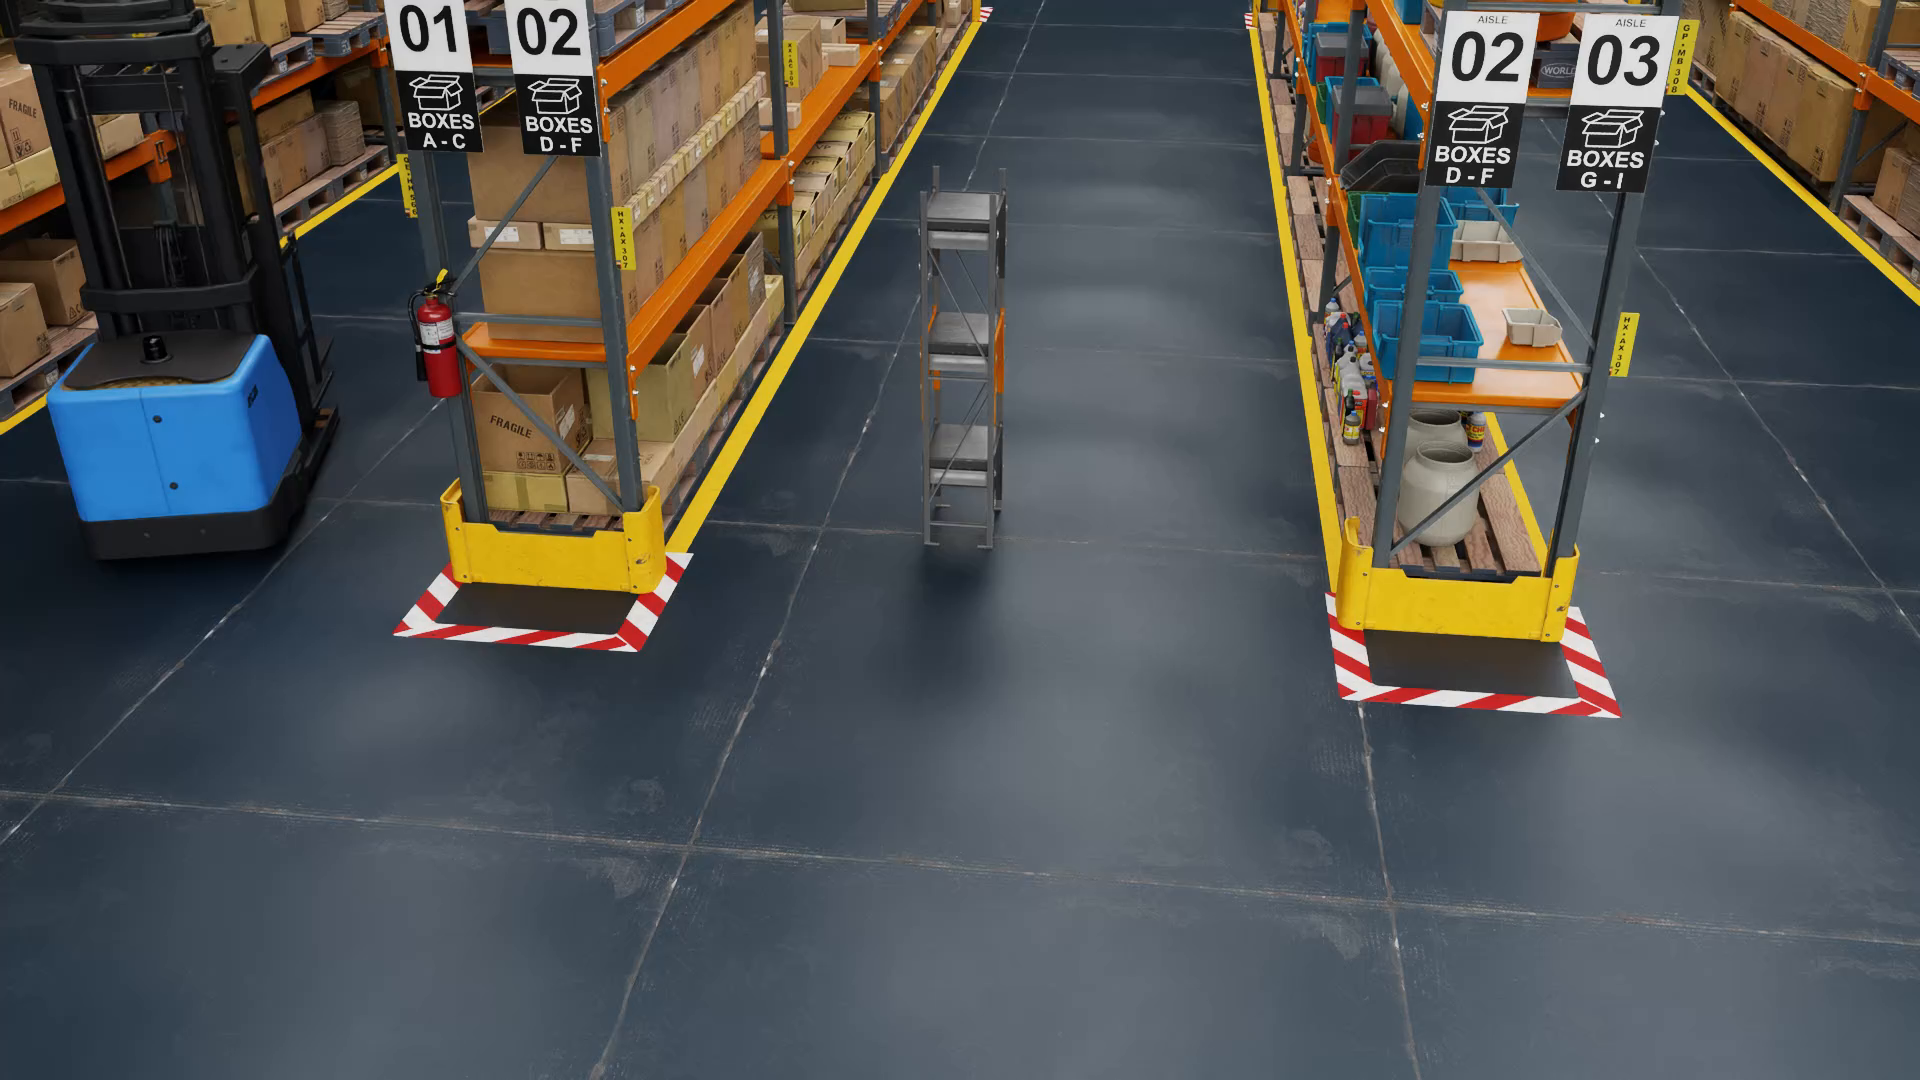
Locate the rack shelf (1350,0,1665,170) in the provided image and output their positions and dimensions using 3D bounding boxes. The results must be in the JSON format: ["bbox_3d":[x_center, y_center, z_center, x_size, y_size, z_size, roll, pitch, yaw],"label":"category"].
[{"bbox_3d":[2.906,-2.802,9.384,1.077,0.370,4.000,3,28,6],"label":"rack shelf"}]

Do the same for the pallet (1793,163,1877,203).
[{"bbox_3d":[8.728,-3.474,15.975,1.003,0.211,1.213,3,28,6],"label":"pallet"}]

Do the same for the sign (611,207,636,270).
[{"bbox_3d":[-1.705,-1.527,8.426,0.100,0.325,0.005,3,28,6],"label":"sign"}]

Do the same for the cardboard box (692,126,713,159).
[{"bbox_3d":[-1.772,-2.495,10.430,0.380,0.149,0.250,4,29,8],"label":"cardboard box"}]

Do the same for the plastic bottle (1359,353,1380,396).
[{"bbox_3d":[2.715,-1.092,11.023,0.152,0.276,0.135,3,28,6],"label":"plastic bottle"}]

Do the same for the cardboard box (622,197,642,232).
[{"bbox_3d":[-1.963,-1.772,9.088,0.380,0.149,0.250,3,28,5],"label":"cardboard box"}]

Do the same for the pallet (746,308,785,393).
[{"bbox_3d":[-1.904,-1.430,12.181,1.003,0.211,1.213,3,28,6],"label":"pallet"}]

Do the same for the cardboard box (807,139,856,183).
[{"bbox_3d":[-1.216,-3.390,14.745,0.500,0.311,0.500,3,28,6],"label":"cardboard box"}]

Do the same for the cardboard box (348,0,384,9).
[{"bbox_3d":[-5.878,-5.596,16.534,0.500,0.500,0.500,4,29,8],"label":"cardboard box"}]

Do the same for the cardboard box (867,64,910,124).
[{"bbox_3d":[-0.810,-4.685,17.456,0.500,0.500,0.500,3,28,6],"label":"cardboard box"}]

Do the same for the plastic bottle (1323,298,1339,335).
[{"bbox_3d":[2.677,-1.607,11.984,0.097,0.271,0.097,0,28,0],"label":"plastic bottle"}]

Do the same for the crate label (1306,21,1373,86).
[{"bbox_3d":[3.251,-4.186,14.320,0.502,0.435,0.616,3,28,6],"label":"crate label"}]

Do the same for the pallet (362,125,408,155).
[{"bbox_3d":[-6.020,-4.337,17.578,1.003,0.211,1.213,3,28,6],"label":"pallet"}]

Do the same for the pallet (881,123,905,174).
[{"bbox_3d":[-1.146,-4.033,17.014,1.003,0.211,1.213,3,28,6],"label":"pallet"}]

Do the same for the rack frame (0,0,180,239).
[{"bbox_3d":[-6.682,-3.315,12.741,1.000,3.000,0.127,3,28,6],"label":"rack frame"}]

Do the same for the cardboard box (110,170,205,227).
[{"bbox_3d":[-6.608,-2.756,13.874,0.700,0.500,0.500,4,29,8],"label":"cardboard box"}]

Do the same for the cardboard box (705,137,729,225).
[{"bbox_3d":[-1.936,-2.379,10.898,0.700,0.500,0.500,4,29,7],"label":"cardboard box"}]

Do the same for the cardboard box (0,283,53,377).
[{"bbox_3d":[-6.788,-1.457,11.463,0.700,0.500,0.500,2,28,3],"label":"cardboard box"}]

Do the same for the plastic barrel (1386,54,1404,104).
[{"bbox_3d":[3.576,-3.582,13.093,0.433,0.535,0.433,0,28,0],"label":"plastic barrel"}]

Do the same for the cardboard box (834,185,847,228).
[{"bbox_3d":[-1.281,-2.903,14.432,0.500,0.250,0.500,4,29,7],"label":"cardboard box"}]

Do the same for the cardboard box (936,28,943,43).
[{"bbox_3d":[-0.422,-6.334,20.868,0.380,0.166,0.250,3,28,6],"label":"cardboard box"}]

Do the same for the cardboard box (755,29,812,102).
[{"bbox_3d":[-1.529,-3.917,13.753,0.500,0.500,0.500,3,28,6],"label":"cardboard box"}]

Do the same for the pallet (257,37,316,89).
[{"bbox_3d":[-6.393,-4.179,14.547,1.003,0.211,1.213,3,28,6],"label":"pallet"}]

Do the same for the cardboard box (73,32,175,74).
[{"bbox_3d":[-6.585,-3.790,13.054,0.700,0.500,0.500,3,29,6],"label":"cardboard box"}]

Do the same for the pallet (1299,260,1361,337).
[{"bbox_3d":[3.209,-1.884,13.024,1.003,0.211,1.213,3,28,6],"label":"pallet"}]

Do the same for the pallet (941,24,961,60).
[{"bbox_3d":[-0.552,-6.466,21.530,1.003,0.211,1.213,3,28,6],"label":"pallet"}]

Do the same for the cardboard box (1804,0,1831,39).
[{"bbox_3d":[8.498,-5.104,15.956,0.500,0.500,0.500,2,28,5],"label":"cardboard box"}]

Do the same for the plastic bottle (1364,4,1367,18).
[{"bbox_3d":[4.041,-5.459,16.772,0.144,0.351,0.185,3,28,6],"label":"plastic bottle"}]

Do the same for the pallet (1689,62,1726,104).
[{"bbox_3d":[9.218,-5.343,19.445,1.003,0.211,1.213,3,28,6],"label":"pallet"}]

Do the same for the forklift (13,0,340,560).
[{"bbox_3d":[-4.653,-1.853,10.100,1.130,2.935,3.031,-4,29,-7],"label":"forklift"}]

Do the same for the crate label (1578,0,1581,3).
[{"bbox_3d":[3.218,-2.974,9.101,0.502,0.251,0.408,3,28,6],"label":"crate label"}]

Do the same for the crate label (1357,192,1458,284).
[{"bbox_3d":[2.618,-1.754,9.806,0.502,0.435,0.616,3,28,6],"label":"crate label"}]

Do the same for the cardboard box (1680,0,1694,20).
[{"bbox_3d":[9.426,-6.615,20.664,0.875,0.875,0.875,3,28,6],"label":"cardboard box"}]

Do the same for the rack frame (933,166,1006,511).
[{"bbox_3d":[0.050,-1.117,9.610,0.400,2.100,0.015,3,28,6],"label":"rack frame"}]

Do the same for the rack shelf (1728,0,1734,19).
[{"bbox_3d":[9.292,-6.842,20.046,1.077,0.370,4.000,3,28,6],"label":"rack shelf"}]

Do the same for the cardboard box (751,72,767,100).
[{"bbox_3d":[-1.585,-3.218,11.772,0.380,0.149,0.250,3,28,6],"label":"cardboard box"}]

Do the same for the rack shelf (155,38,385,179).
[{"bbox_3d":[-6.437,-3.940,14.659,1.077,0.370,4.000,3,28,6],"label":"rack shelf"}]

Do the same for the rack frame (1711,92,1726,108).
[{"bbox_3d":[9.047,-6.217,18.128,1.000,3.000,0.127,3,28,6],"label":"rack frame"}]

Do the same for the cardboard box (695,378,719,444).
[{"bbox_3d":[-1.849,-0.831,10.586,0.500,0.250,0.500,3,28,6],"label":"cardboard box"}]

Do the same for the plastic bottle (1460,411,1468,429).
[{"bbox_3d":[3.234,-0.846,10.570,0.097,0.271,0.097,0,28,0],"label":"plastic bottle"}]

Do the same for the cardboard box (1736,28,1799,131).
[{"bbox_3d":[8.879,-4.744,17.190,1.225,0.875,0.875,2,28,4],"label":"cardboard box"}]

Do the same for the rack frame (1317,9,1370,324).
[{"bbox_3d":[3.151,-2.739,11.672,1.000,3.000,0.127,3,28,6],"label":"rack frame"}]

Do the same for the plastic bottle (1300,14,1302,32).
[{"bbox_3d":[3.363,-5.049,16.169,0.097,0.201,0.097,0,28,0],"label":"plastic bottle"}]

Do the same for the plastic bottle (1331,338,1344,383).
[{"bbox_3d":[2.555,-1.217,11.247,0.061,0.283,0.133,5,29,8],"label":"plastic bottle"}]

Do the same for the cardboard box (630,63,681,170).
[{"bbox_3d":[-2.058,-2.490,9.737,0.700,0.500,0.500,3,29,6],"label":"cardboard box"}]

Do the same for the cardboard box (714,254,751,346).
[{"bbox_3d":[-1.735,-1.632,11.283,0.500,0.500,0.500,3,28,6],"label":"cardboard box"}]

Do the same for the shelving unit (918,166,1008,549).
[{"bbox_3d":[0.020,-1.002,9.397,0.431,2.100,0.503,3,28,6],"label":"shelving unit"}]

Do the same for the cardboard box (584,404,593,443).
[{"bbox_3d":[-2.433,-0.626,10.206,0.500,0.250,0.500,3,28,6],"label":"cardboard box"}]

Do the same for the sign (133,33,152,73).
[{"bbox_3d":[-6.142,-3.668,12.484,0.100,0.325,0.005,3,28,6],"label":"sign"}]

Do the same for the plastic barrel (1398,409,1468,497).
[{"bbox_3d":[2.727,-0.496,9.689,0.421,0.512,0.421,0,28,0],"label":"plastic barrel"}]

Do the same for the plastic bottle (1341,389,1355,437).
[{"bbox_3d":[2.447,-0.800,10.473,0.061,0.283,0.133,4,29,7],"label":"plastic bottle"}]

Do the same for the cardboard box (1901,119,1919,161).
[{"bbox_3d":[8.504,-3.441,14.355,0.500,0.250,0.500,4,29,8],"label":"cardboard box"}]

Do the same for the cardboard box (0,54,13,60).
[{"bbox_3d":[-7.014,-3.136,11.754,0.500,0.500,0.500,3,28,6],"label":"cardboard box"}]
